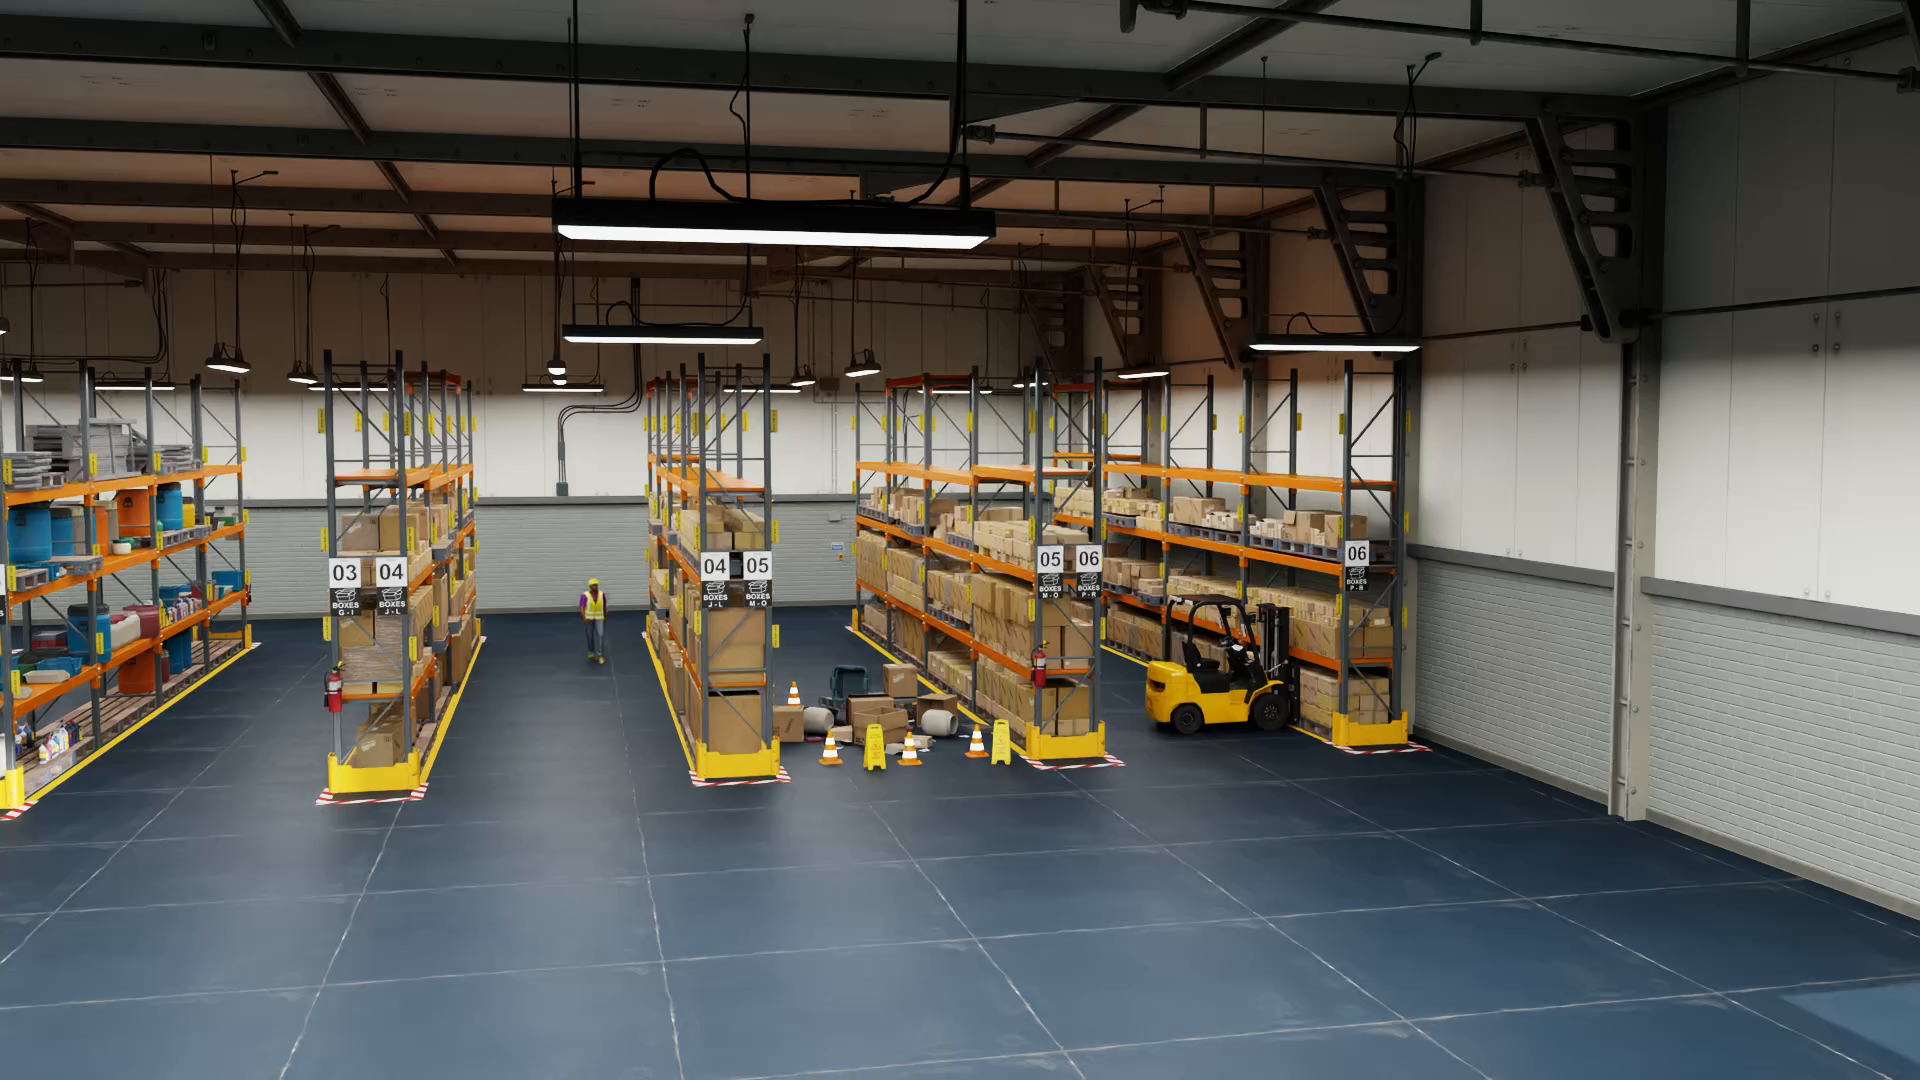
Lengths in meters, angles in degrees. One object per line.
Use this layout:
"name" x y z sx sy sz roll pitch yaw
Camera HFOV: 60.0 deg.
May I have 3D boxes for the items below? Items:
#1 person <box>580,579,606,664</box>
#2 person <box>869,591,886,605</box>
"person" -7.733 1.694 35.088 0.559 1.763 0.903 -1 4 -17
"person" -2.088 1.198 42.987 0.920 1.600 0.421 -2 4 -24
